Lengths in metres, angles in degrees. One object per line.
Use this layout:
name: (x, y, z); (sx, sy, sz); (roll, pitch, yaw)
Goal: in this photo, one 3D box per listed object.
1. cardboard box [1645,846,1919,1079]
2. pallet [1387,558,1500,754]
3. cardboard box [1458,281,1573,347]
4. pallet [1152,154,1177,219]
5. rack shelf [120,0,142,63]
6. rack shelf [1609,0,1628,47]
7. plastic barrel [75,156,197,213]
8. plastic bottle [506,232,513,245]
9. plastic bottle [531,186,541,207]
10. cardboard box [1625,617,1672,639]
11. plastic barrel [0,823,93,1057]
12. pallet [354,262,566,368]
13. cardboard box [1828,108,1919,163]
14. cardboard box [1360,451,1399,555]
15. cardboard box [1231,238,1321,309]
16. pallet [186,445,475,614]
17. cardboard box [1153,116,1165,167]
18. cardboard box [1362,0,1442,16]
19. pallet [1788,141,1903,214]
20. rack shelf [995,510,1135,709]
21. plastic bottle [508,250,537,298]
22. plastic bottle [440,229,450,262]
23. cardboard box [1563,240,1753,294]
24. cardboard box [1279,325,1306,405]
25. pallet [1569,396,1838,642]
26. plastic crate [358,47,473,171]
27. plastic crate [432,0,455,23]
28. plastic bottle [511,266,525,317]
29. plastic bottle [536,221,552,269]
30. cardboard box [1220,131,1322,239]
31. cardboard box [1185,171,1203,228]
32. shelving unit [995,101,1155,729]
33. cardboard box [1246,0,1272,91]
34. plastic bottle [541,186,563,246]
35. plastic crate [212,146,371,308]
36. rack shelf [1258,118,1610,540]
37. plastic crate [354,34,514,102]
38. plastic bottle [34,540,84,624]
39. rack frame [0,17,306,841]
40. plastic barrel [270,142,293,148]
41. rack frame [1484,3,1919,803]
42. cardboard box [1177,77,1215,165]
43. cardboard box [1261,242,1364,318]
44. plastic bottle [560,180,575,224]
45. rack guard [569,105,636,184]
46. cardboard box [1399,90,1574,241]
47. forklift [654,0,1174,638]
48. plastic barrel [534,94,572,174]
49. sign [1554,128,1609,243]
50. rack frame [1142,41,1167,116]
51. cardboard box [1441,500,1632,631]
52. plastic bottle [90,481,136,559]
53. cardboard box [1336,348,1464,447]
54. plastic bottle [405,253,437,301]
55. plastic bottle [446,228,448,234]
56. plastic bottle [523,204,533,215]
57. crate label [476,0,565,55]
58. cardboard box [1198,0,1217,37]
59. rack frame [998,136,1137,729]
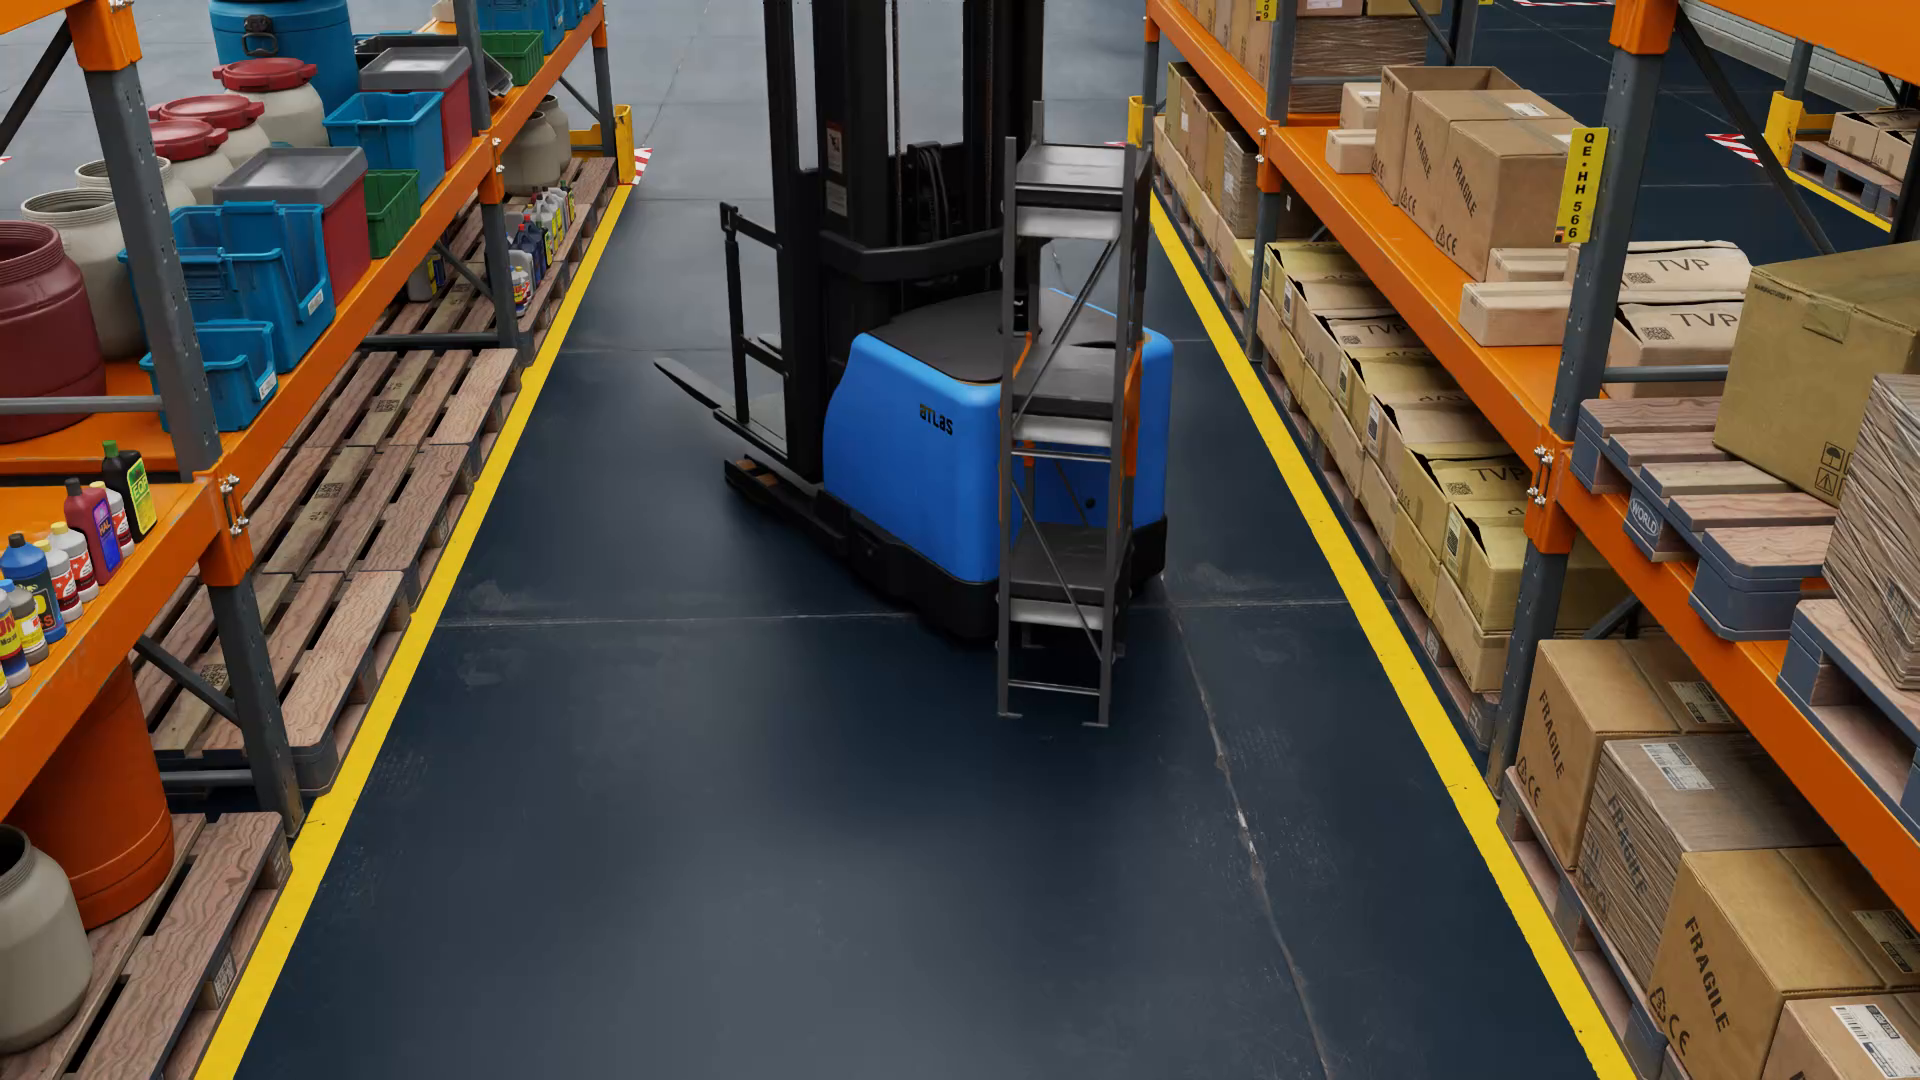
cardboard box: (2.083, 1.113, 4.100); (0.500, 0.500, 0.500); (-2, 28, -3)
pallet: (2.287, 0.364, 6.323); (1.003, 0.211, 1.213); (-1, 28, -3)
cardboard box: (1.968, -0.788, 5.789); (0.380, 0.149, 0.250); (-1, 28, -3)
pallet: (1.955, -2.597, 12.001); (1.003, 0.211, 1.213); (-1, 28, -3)
rack shelf: (-2.761, -2.308, 5.965); (1.077, 0.370, 4.000); (-1, 28, -3)
rack shelf: (2.186, -2.425, 6.191); (1.077, 0.370, 4.000); (-1, 28, -3)
plastic barrel: (-2.945, -1.087, 5.970); (0.421, 0.512, 0.421); (0, 28, 0)
plastic bottle: (-2.621, -1.652, 9.649); (0.097, 0.271, 0.097); (0, 28, 0)
plastic bottle: (-2.661, -2.101, 10.496); (0.061, 0.283, 0.133); (-1, 28, -3)
cardboard box: (2.557, 0.293, 5.964); (0.500, 0.250, 0.500); (-1, 28, -3)
plastic barrel: (-2.495, 1.028, 4.271); (0.421, 0.512, 0.421); (0, 28, 0)
pallet: (-2.858, -1.295, 9.505); (1.003, 0.211, 1.213); (-1, 28, -3)
cardboard box: (6.766, -2.988, 12.167); (0.500, 0.311, 0.500); (-4, 28, -8)
cardboard box: (1.966, -0.165, 6.842); (0.500, 0.250, 0.500); (-1, 28, -1)
cardboard box: (1.839, -1.514, 9.428); (0.500, 0.250, 0.500); (-1, 28, -3)
pallet: (-2.718, -0.057, 7.132); (1.003, 0.211, 1.213); (-1, 28, -3)
cardboard box: (1.679, -2.899, 12.085); (0.500, 0.250, 0.500); (-1, 28, -3)
cardboard box: (2.261, -2.799, 8.563); (0.380, 0.149, 0.250); (-1, 28, -3)
pallet: (6.831, -2.659, 12.120); (1.003, 0.211, 1.213); (-1, 28, -3)
rack shelf: (0.385, 0.246, 6.051); (0.431, 0.518, 0.480); (6, 28, 11)
plastic bottle: (-2.488, -1.514, 9.379); (0.152, 0.276, 0.135); (0, 28, -1)
plastic bottle: (-3.112, -1.817, 9.952); (0.061, 0.283, 0.133); (-1, 28, -3)
cardboard box: (2.437, -0.869, 5.769); (0.500, 0.311, 0.500); (-2, 28, -3)
cardboard box: (1.881, -0.877, 8.207); (0.500, 0.250, 0.500); (-1, 28, -1)
pallet: (2.396, -0.094, 4.395); (1.213, 0.211, 1.003); (-1, 28, -3)
plastic crate: (-2.534, -2.032, 7.834); (0.402, 0.464, 0.583); (-1, 28, -3)
plastic crate: (-3.348, -3.529, 11.059); (0.298, 0.136, 0.250); (-1, 28, -3)
plastic bottle: (-2.444, -1.363, 9.095); (0.097, 0.271, 0.097); (0, 28, 0)
plastic bottle: (-2.470, -1.758, 9.839); (0.061, 0.283, 0.133); (0, 28, 0)
cardboard box: (1.825, -2.078, 9.698); (0.500, 0.500, 0.500); (-1, 28, -3)
cardboard box: (1.756, -2.207, 10.756); (0.500, 0.250, 0.500); (-1, 28, -3)
shelving unit: (0.385, -0.387, 5.721); (0.431, 2.100, 0.503); (6, 28, 11)
cardboard box: (2.018, -2.831, 9.325); (0.700, 0.500, 0.500); (-2, 28, -3)
plastic bottle: (-2.534, -1.993, 10.216); (0.144, 0.351, 0.185); (0, 28, -1)
plastic crate: (-2.435, -1.155, 6.152); (0.402, 0.464, 0.583); (-1, 28, -3)
rack shelf: (2.186, -1.095, 6.885); (1.077, 0.370, 4.000); (-1, 28, -3)
plastic crate: (-2.765, -2.438, 8.747); (0.767, 0.338, 0.504); (-1, 28, -3)
plastic bottle: (-2.204, 0.097, 4.035); (0.097, 0.201, 0.097); (0, 28, 0)
rack frame: (-2.656, -0.373, 4.721); (1.000, 3.000, 0.127); (-1, 28, -3)
plastic barrel: (-2.949, -1.544, 7.116); (0.301, 0.262, 0.301); (0, 28, 0)
rack frame: (2.291, -0.491, 4.947); (1.000, 3.000, 0.127); (-1, 28, -3)
cardboard box: (1.746, -2.770, 11.026); (0.500, 0.500, 0.500); (-1, 28, -3)
cardboard box: (1.855, -1.357, 8.521); (0.500, 0.311, 0.500); (-1, 28, -2)
plastic bottle: (-2.516, -2.167, 10.623); (0.061, 0.283, 0.133); (-1, 28, -1)
rack guard: (-3.023, -2.925, 12.318); (1.175, 0.500, 0.348); (-1, 28, -3)
cardboard box: (2.159, -1.553, 6.875); (0.500, 0.500, 0.500); (-1, 28, -3)
forklift: (-0.421, -1.548, 7.049); (1.130, 2.935, 3.031); (-18, 33, -31)
plastic barrel: (-2.963, -2.848, 11.704); (0.421, 0.512, 0.421); (0, 28, 0)
sign: (1.737, -0.989, 4.651); (0.100, 0.325, 0.005); (-1, 28, -3)
rack frame: (1.873, -4.185, 12.031); (1.000, 3.000, 0.127); (-1, 28, -3)
cardboard box: (2.017, 0.058, 5.809); (0.500, 0.311, 0.500); (-1, 28, -1)
plastic bottle: (-2.221, -0.055, 4.326); (0.097, 0.201, 0.097); (0, 28, 0)
cardboard box: (1.936, -0.647, 7.160); (0.500, 0.311, 0.500); (-1, 28, -1)
plastic bottle: (-3.042, -1.535, 9.338); (0.144, 0.351, 0.185); (-1, 28, -3)
plastic bottle: (-3.272, -2.050, 10.411); (0.097, 0.271, 0.097); (0, 28, 0)
plastic bottle: (-2.671, -1.991, 10.375); (0.097, 0.201, 0.097); (0, 28, 0)
crate label: (-2.708, -3.240, 10.180); (0.502, 0.435, 0.616); (-1, 28, -3)
cardboard box: (1.937, -3.542, 10.689); (0.700, 0.500, 0.500); (-1, 28, -2)
rack frame: (0.334, -0.276, 5.509); (0.400, 2.100, 0.015); (6, 28, 11)
